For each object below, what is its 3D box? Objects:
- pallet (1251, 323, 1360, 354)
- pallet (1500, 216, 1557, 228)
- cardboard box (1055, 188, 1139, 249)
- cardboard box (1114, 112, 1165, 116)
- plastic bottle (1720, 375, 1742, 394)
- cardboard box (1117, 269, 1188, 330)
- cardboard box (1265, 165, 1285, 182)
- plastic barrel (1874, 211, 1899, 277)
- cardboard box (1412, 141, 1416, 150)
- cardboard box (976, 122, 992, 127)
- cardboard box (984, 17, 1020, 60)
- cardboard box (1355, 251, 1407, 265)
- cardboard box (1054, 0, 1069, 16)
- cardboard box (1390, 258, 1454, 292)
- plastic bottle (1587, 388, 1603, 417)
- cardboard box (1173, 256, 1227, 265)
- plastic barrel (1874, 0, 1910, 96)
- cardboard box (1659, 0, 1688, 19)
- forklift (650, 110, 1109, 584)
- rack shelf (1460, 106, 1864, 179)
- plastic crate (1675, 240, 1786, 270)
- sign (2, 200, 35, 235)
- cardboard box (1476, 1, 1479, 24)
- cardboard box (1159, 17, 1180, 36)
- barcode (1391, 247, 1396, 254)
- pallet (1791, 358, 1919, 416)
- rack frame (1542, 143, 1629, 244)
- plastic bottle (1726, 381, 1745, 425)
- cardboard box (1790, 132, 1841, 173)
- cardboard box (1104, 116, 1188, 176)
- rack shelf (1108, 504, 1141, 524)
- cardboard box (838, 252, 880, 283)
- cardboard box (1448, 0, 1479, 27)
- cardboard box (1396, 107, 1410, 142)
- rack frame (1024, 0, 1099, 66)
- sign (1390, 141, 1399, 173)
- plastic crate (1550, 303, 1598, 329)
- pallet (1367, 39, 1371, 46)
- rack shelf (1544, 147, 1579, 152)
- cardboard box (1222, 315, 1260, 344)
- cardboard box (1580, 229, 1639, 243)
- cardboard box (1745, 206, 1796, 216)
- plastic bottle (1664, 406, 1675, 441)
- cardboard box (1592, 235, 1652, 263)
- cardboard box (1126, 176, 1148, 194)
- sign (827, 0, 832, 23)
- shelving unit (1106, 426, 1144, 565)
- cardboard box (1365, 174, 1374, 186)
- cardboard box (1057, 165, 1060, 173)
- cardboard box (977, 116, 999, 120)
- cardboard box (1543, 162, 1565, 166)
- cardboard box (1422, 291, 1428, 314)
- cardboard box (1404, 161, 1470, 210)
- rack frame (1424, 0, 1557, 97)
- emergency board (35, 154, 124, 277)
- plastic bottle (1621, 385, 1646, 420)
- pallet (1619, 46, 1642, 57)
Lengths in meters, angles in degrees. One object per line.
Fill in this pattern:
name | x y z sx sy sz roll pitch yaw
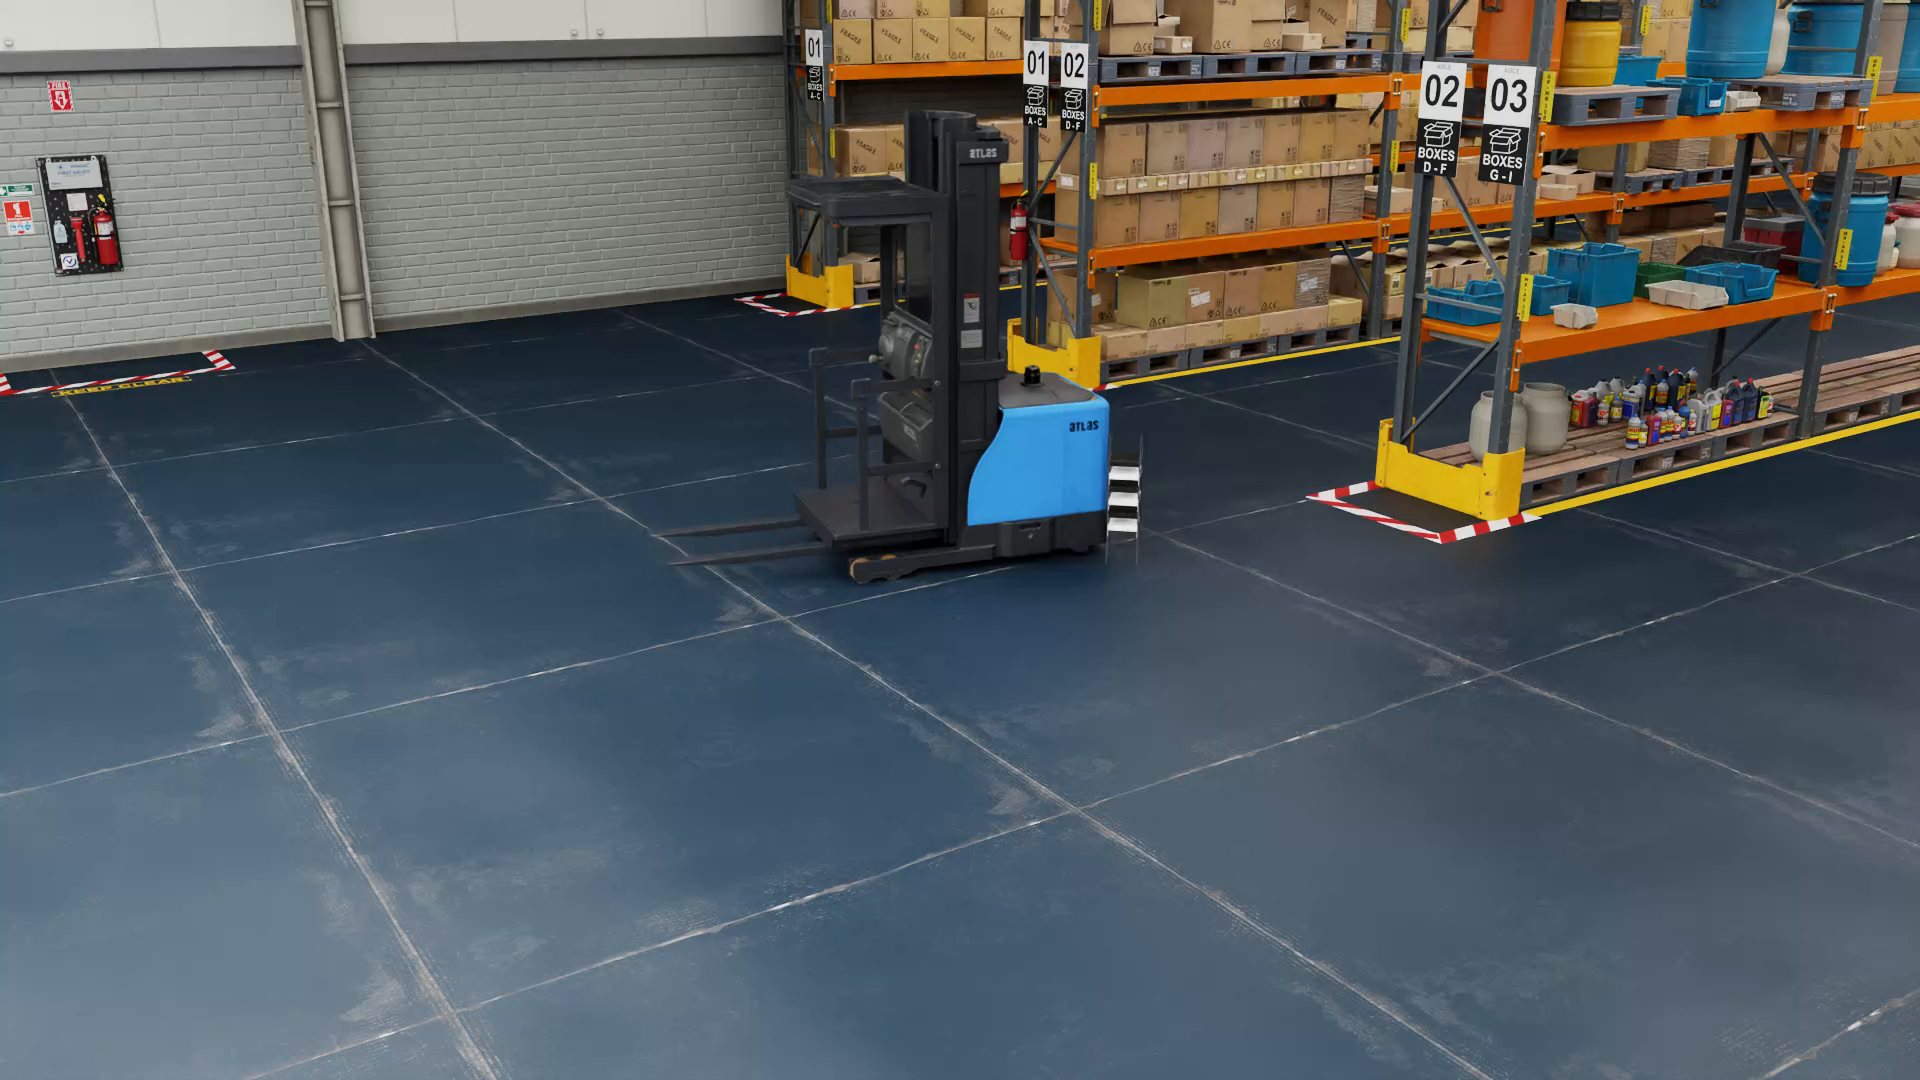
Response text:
pallet | 3.591 -2.294 18.201 1.213 0.211 1.003 -12 22 -31
pallet | 8.910 -5.269 27.002 1.213 0.211 1.003 -12 22 -31
cardboard box | 1.335 -3.165 16.268 0.500 0.500 0.700 -12 22 -31
cardboard box | 2.465 -5.501 22.490 0.500 0.500 0.700 -9 21 -26
plastic bottle | 6.541 -1.220 14.118 0.185 0.351 0.144 -12 22 -31
cardboard box | 1.925 -2.414 16.670 0.500 0.500 0.500 -12 22 -31
cardboard box | 3.108 -3.770 17.044 0.250 0.149 0.380 -11 22 -30
plastic barrel | 7.919 -2.592 14.517 0.433 0.535 0.433 0 19 0
cardboard box | 6.792 -5.977 25.101 0.250 0.149 0.380 -11 22 -30
cardboard box | 0.052 -4.929 20.672 0.500 0.500 0.500 -11 22 -30
cardboard box | 0.394 -6.198 20.522 0.500 0.500 0.500 -13 23 -33
cardboard box | 4.890 -3.147 19.132 0.500 0.311 0.500 -11 22 -30
cardboard box | 1.282 -6.859 20.917 0.500 0.500 0.500 -14 23 -36
cardboard box | 5.182 -2.999 18.693 0.500 0.311 0.500 -12 22 -32
plastic bottle | 5.293 -1.134 13.982 0.135 0.276 0.152 -13 22 -33
cardboard box | 2.467 -2.733 17.611 0.500 0.500 0.500 -12 22 -31
plastic barrel | 7.851 -4.340 14.431 0.600 0.901 0.600 0 19 0
cardboard box | 8.413 -6.555 20.051 0.500 0.500 0.500 -12 22 -31
forklift | -0.549 -1.291 10.988 3.031 2.935 1.130 -7 20 -19
rack shelf | 5.329 -3.146 12.807 4.000 0.370 1.077 -12 22 -31
plastic crate | 6.492 -2.331 14.052 0.504 0.338 0.767 -12 22 -31
sign | -9.295 -3.183 16.422 0.234 0.329 0.001 -12 22 -31
cardboard box | 7.437 -8.028 25.282 0.500 0.500 0.700 -13 23 -34
cardboard box | 2.219 -5.055 16.594 0.500 0.311 0.500 -9 21 -25
barcode | 4.721 -3.156 18.115 0.075 0.075 0.001 -12 22 -31
pallet | 8.654 -1.462 15.740 1.213 0.211 1.003 -12 22 -31
rack frame | 7.619 -4.448 20.219 0.127 3.000 1.000 -12 22 -31
plastic bottle | 6.460 -1.147 13.904 0.185 0.351 0.144 -13 23 -34
cardboard box | 11.535 -5.217 22.337 0.500 0.500 0.500 -11 22 -30
cardboard box | 1.815 -3.883 16.366 0.500 0.500 0.700 -13 22 -33
rack shelf | 1.114 -0.184 11.268 0.200 0.077 0.258 3 19 10
cardboard box | -1.162 -3.396 20.618 0.500 0.311 0.500 -15 24 -37
cardboard box | 5.278 -5.853 18.097 0.500 0.500 0.500 -10 21 -26
cardboard box | 6.296 -6.164 24.644 0.500 0.500 0.500 -12 22 -32
rack frame | 0.938 -5.881 15.090 0.127 3.000 1.000 -12 22 -31
sign | 4.585 -4.043 17.546 0.005 0.325 0.100 -12 22 -31
plastic crate | 4.583 -1.660 12.384 0.250 0.136 0.298 -12 22 -31
pallet | 6.333 -7.430 24.649 1.213 0.211 1.003 -11 21 -29
rack shelf | 9.903 -6.489 27.378 4.000 0.370 1.077 -12 22 -31
cardboard box | 2.762 -2.234 17.308 0.500 0.250 0.500 -12 22 -31
cardboard box | 8.271 -3.700 21.222 0.500 0.500 0.500 -11 22 -29
cardboard box | 11.280 -4.353 23.154 0.500 0.500 0.500 -12 22 -31
plastic bottle | 5.714 -0.944 13.425 0.097 0.271 0.097 0 19 0
cardboard box | 8.157 -3.476 20.560 0.500 0.500 0.500 -11 22 -29
cardboard box | 1.603 -3.453 16.105 0.250 0.149 0.380 -13 22 -33
sign | -1.491 -6.054 18.919 0.005 0.325 0.100 -12 22 -31
shelving unit | 1.114 -0.300 11.228 0.210 0.900 0.258 3 19 10
cardboard box | 5.578 -5.048 24.693 0.750 0.750 0.750 -12 22 -32
cardboard box | 1.322 -4.842 21.587 0.500 0.250 0.500 -12 22 -31
cardboard box | 0.190 -5.159 21.352 0.500 0.500 0.500 -11 22 -30
cardboard box | 9.768 -6.161 27.520 0.250 0.149 0.380 -12 22 -32
cardboard box | 5.179 -2.735 18.788 0.500 0.250 0.500 -11 22 -30
cardboard box | 5.369 -4.015 18.781 0.500 0.500 0.500 -10 21 -28
rack frame | 3.659 -4.556 11.169 0.127 3.000 1.000 -12 22 -31
emergency board | -8.777 -3.236 16.634 0.643 1.169 0.194 -12 22 -31
plastic bottle | 5.687 -1.162 14.064 0.135 0.276 0.152 -12 22 -31
pallet | 7.102 -5.636 19.345 1.003 0.211 1.213 -11 21 -29
